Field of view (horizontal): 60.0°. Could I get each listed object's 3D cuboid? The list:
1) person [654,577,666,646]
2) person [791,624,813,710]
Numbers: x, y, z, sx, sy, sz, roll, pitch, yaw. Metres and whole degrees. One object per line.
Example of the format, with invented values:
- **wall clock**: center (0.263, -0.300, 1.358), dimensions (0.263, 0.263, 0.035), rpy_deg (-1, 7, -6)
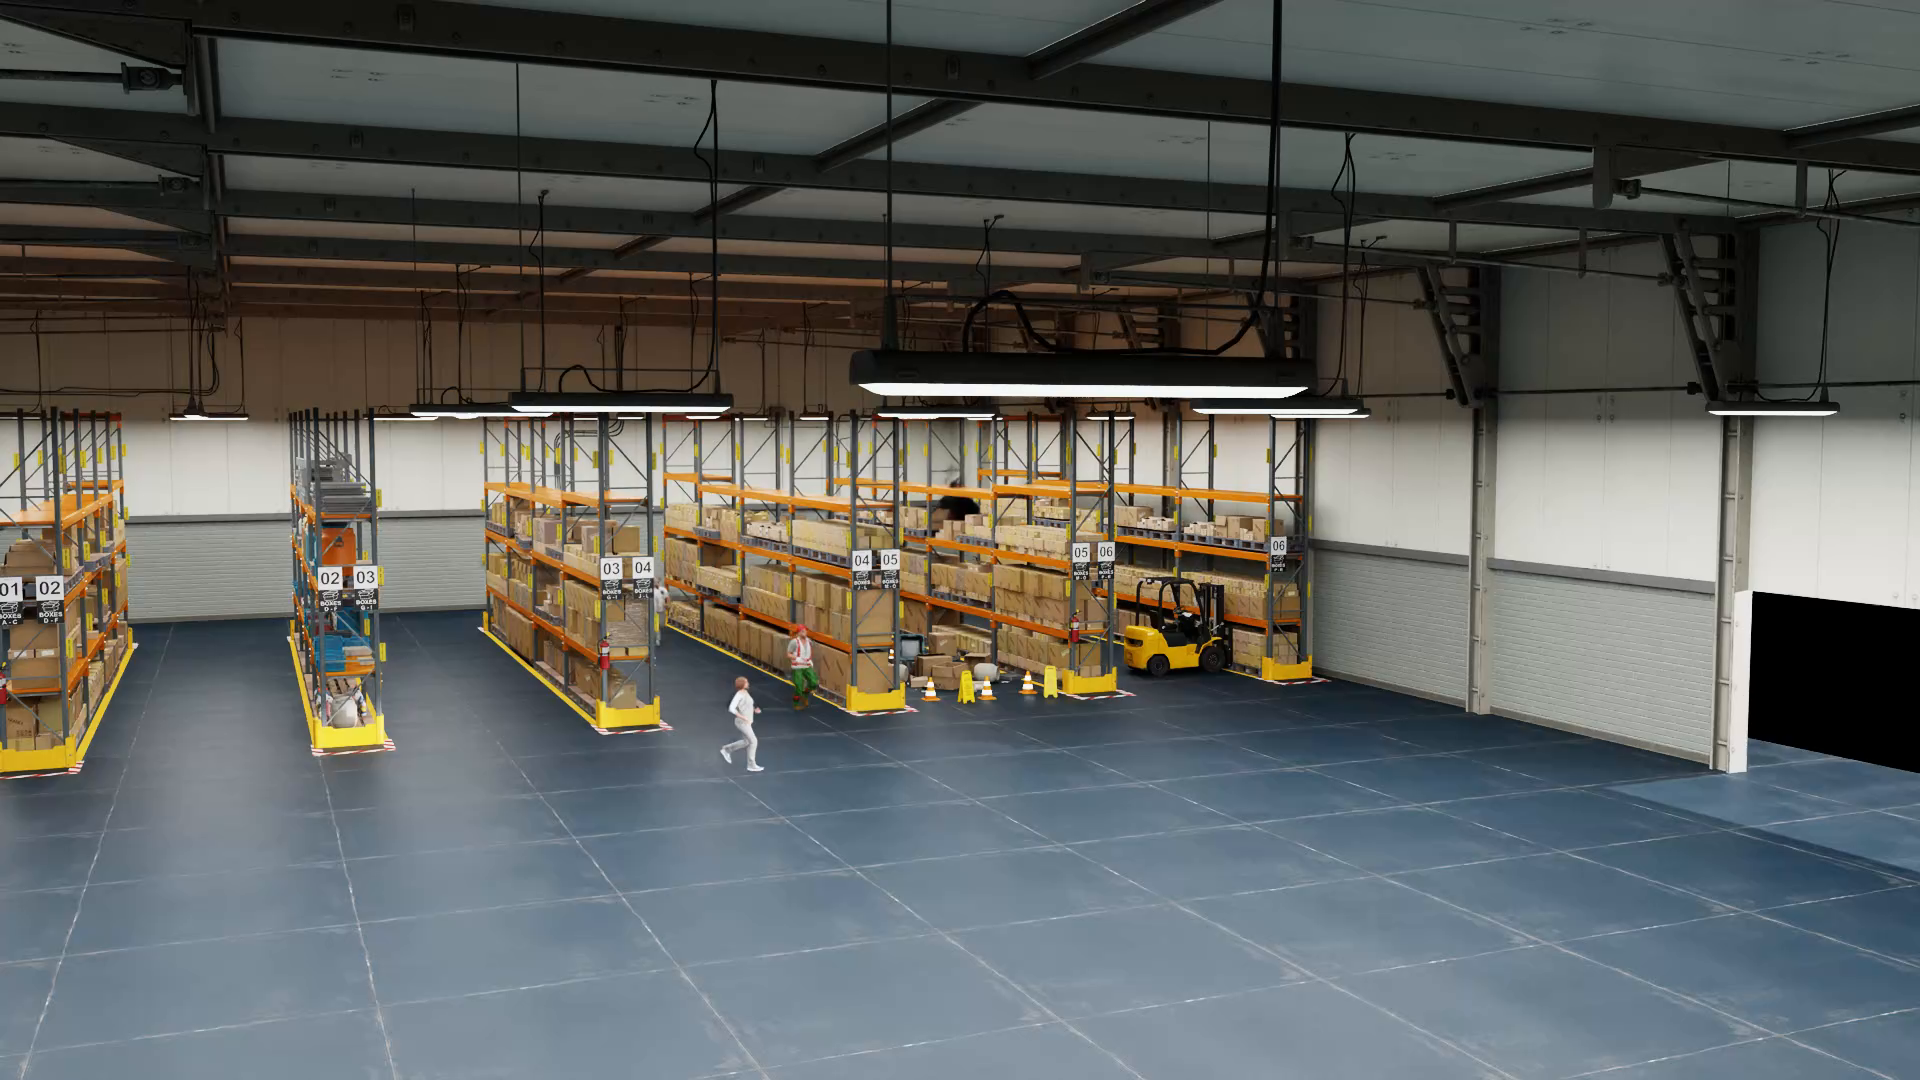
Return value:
- **person**: center (-7.860, 1.831, 43.198), dimensions (0.426, 1.779, 0.750), rpy_deg (-1, 4, -15)
- **person**: center (-3.082, 2.534, 33.062), dimensions (0.555, 1.730, 0.658), rpy_deg (-3, 5, -36)
